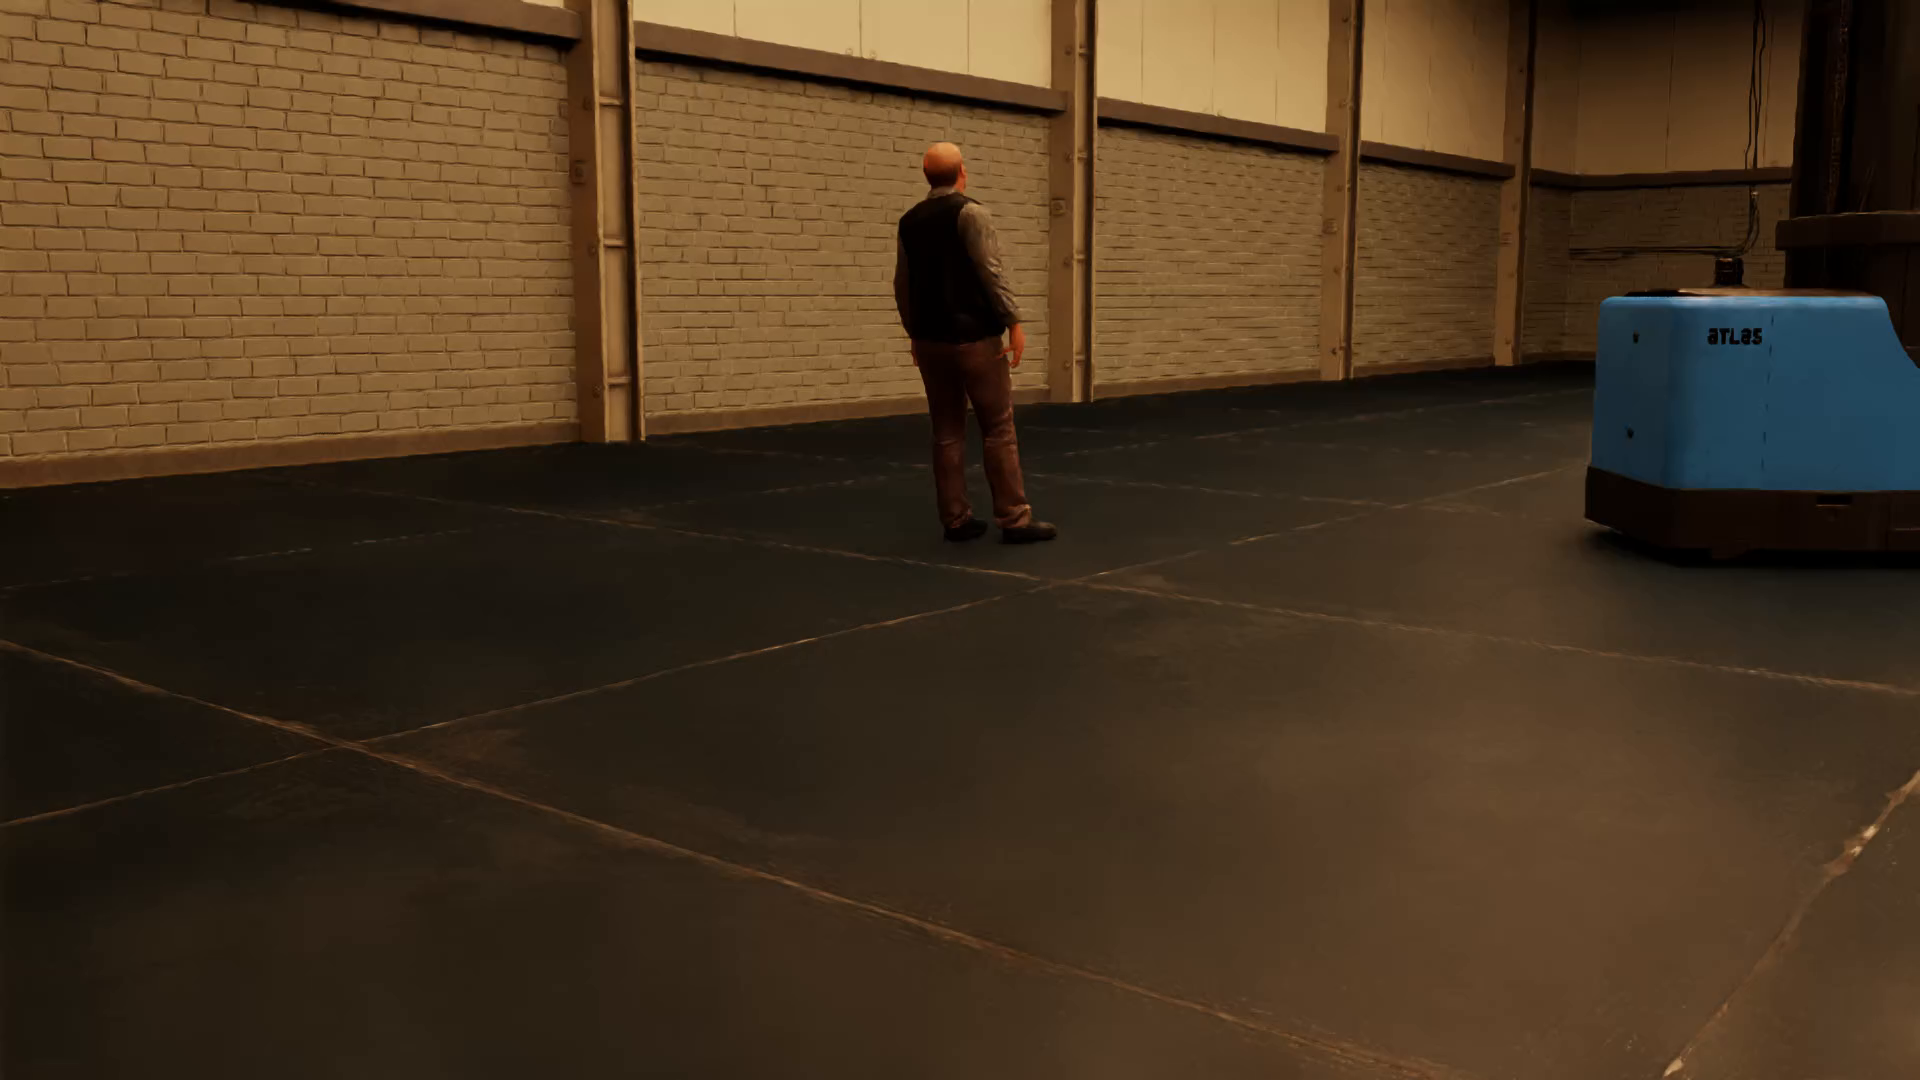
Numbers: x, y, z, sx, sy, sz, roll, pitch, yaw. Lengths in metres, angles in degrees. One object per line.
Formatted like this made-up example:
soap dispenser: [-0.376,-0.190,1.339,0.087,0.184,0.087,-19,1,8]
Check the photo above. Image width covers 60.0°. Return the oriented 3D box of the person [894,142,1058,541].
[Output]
person: [0.045,-0.865,7.322,0.632,1.720,0.567,7,11,38]

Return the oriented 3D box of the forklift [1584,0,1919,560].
forklift: [4.353,-1.410,6.919,3.031,2.935,1.130,0,8,2]
